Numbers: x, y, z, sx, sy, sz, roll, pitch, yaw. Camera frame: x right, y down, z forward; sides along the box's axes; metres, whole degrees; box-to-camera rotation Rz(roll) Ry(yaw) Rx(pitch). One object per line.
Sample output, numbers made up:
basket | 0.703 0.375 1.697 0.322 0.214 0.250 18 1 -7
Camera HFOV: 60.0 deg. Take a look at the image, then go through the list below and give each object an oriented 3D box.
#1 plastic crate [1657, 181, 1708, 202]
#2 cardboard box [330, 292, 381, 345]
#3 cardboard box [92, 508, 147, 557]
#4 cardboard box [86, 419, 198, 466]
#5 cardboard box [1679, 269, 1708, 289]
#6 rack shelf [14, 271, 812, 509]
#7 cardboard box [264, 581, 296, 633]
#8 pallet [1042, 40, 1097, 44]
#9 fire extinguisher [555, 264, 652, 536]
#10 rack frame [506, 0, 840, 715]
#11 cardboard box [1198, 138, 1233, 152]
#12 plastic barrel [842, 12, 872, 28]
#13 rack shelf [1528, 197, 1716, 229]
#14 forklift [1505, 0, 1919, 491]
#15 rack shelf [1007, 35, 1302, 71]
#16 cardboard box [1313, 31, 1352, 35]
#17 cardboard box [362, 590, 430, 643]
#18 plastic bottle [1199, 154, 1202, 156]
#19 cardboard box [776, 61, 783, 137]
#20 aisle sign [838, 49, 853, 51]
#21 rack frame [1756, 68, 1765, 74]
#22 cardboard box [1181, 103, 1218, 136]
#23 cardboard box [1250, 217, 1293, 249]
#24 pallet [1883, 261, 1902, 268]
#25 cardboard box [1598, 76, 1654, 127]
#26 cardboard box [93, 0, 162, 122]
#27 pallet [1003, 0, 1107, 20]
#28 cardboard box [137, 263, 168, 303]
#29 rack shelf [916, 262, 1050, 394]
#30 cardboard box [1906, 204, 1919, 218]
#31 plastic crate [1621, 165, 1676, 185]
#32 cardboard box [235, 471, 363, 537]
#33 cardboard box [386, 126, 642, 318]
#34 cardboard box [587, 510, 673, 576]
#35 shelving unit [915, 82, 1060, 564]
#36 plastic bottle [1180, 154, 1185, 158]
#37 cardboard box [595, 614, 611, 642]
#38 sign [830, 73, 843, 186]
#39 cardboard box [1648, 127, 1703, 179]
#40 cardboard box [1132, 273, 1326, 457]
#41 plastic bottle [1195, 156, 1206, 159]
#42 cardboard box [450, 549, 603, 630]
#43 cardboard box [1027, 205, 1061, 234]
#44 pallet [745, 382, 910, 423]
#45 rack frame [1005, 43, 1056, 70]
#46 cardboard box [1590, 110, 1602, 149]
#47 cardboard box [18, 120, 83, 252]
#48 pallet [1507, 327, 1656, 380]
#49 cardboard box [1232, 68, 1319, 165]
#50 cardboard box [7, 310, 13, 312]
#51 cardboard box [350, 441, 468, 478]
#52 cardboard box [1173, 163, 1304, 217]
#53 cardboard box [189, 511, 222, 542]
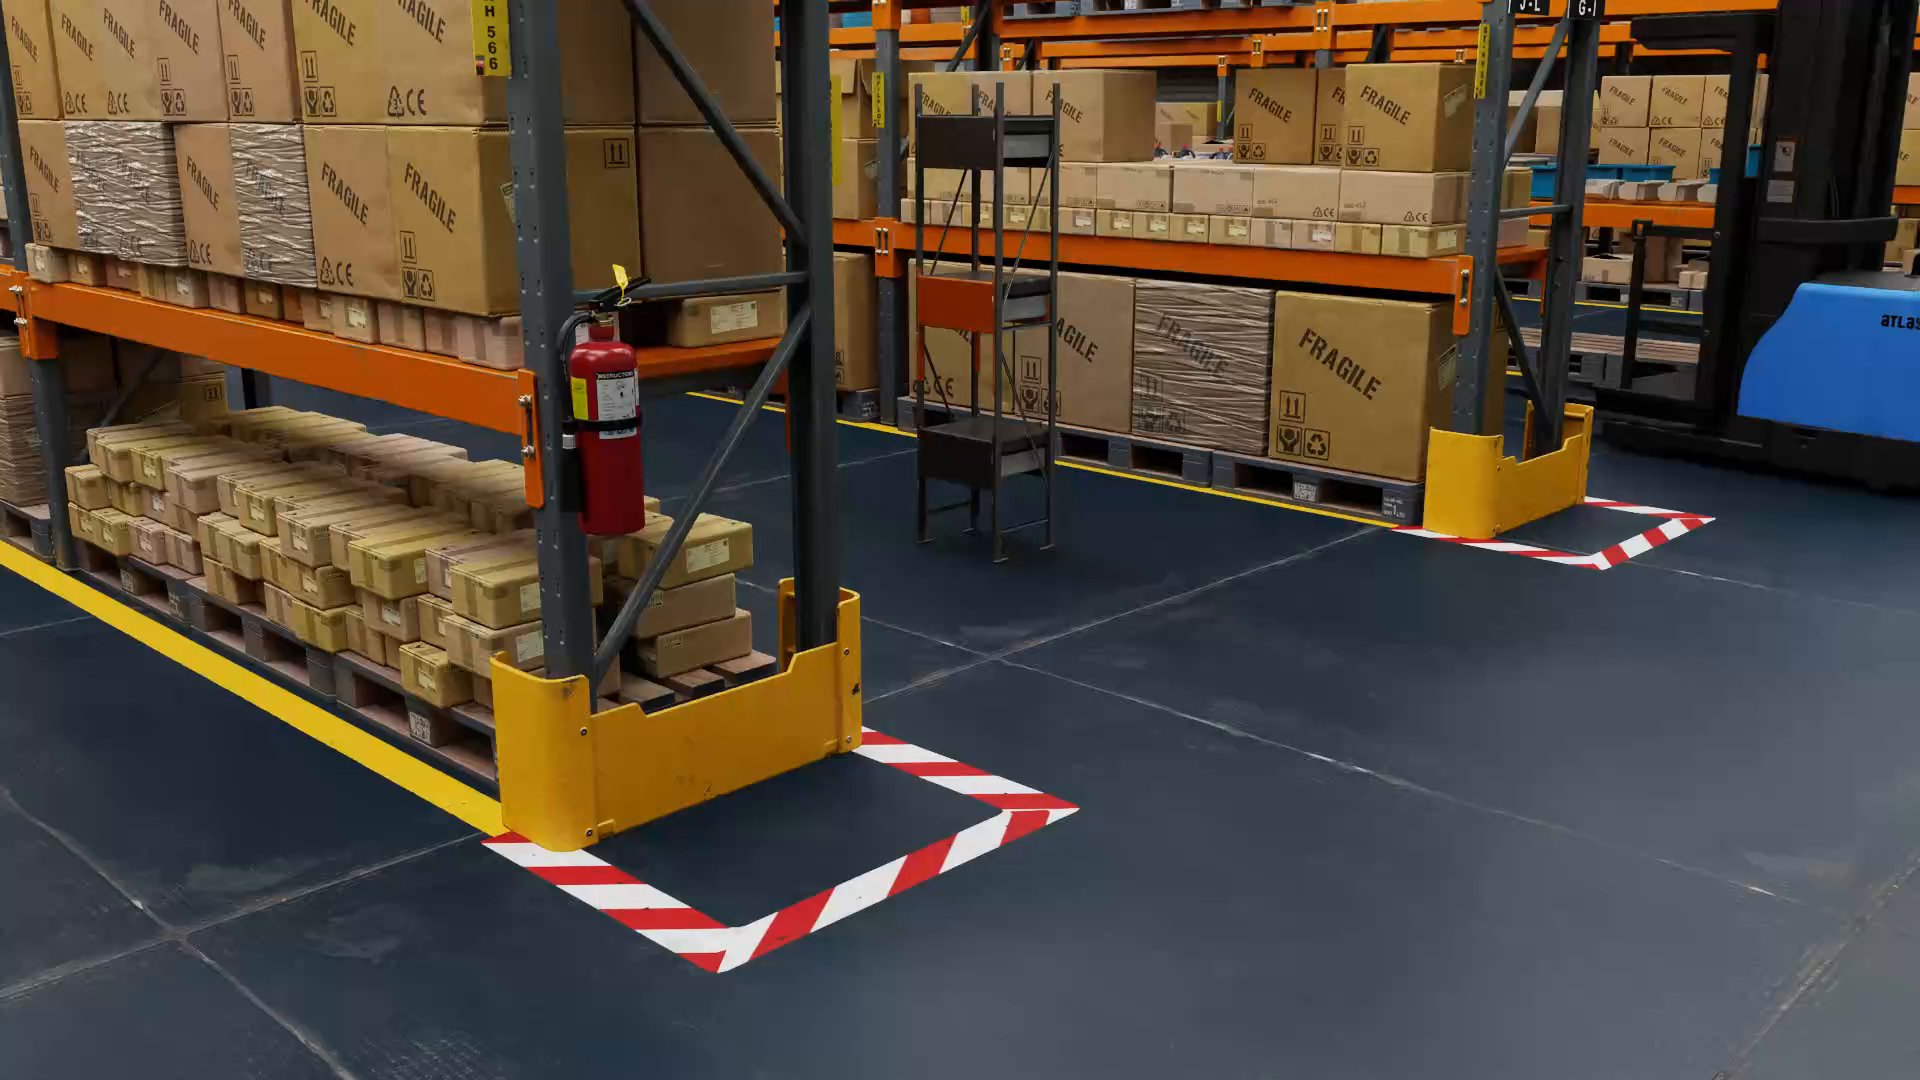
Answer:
plastic crate | 5.276 -2.548 12.165 0.243 0.136 0.396 14 20 42
cardboard box | -1.741 -0.718 5.236 0.380 0.149 0.250 -14 20 -43
cardboard box | -3.415 -0.057 7.022 0.380 0.149 0.250 -14 20 -43
cardboard box | -3.541 -0.415 7.218 0.380 0.149 0.250 -14 20 -42
cardboard box | 7.530 -2.661 16.943 0.250 0.166 0.380 14 20 42
rack shelf | -2.206 -0.704 6.110 4.000 0.370 1.077 14 20 42
cardboard box | -2.272 0.206 6.012 0.380 0.149 0.250 -14 20 -43
pallet | 1.634 -6.689 22.084 1.217 0.209 0.805 13 19 40
fire extinguisher | -0.905 -0.356 4.242 0.183 0.674 0.296 14 20 42
rack frame | -0.766 -0.702 4.676 0.127 3.000 1.000 14 20 42
cardboard box | 3.360 -4.930 21.082 0.500 0.311 0.500 13 20 42
plastic barrel | -0.993 -5.999 18.063 0.708 0.901 0.600 14 20 42
rack shelf | 4.748 -2.485 12.948 4.000 0.370 1.077 14 20 42
forklift | 4.558 -1.996 9.781 1.130 2.935 3.031 -10 18 -34
rack shelf | 2.430 -6.235 21.391 4.000 0.370 1.077 14 20 42
cardboard box | 4.574 -6.122 19.332 0.500 0.500 0.910 14 20 42
cardboard box | -1.719 0.200 5.448 0.250 0.149 0.380 13 19 40
plastic bottle | 2.271 -3.516 15.733 0.097 0.271 0.097 0 15 0
cardboard box | -1.081 -3.051 11.503 0.637 0.503 0.797 14 20 43
aisle sign | -1.733 -7.505 25.629 0.004 0.787 0.394 14 20 42
rack frame | 10.185 -4.982 21.102 0.127 3.000 1.000 14 20 42
cardboard box | 3.871 -6.708 26.499 0.500 0.500 0.500 14 20 42
cardboard box | 1.717 -1.599 8.617 0.250 0.149 0.380 14 20 43
pallet | 11.560 -3.271 20.068 1.213 0.211 1.003 14 20 42
cardboard box | 6.893 -4.480 16.997 0.500 0.500 0.500 -14 20 -43
cardboard box | -2.765 -1.773 6.016 0.500 0.500 0.500 14 20 43
pallet | 0.911 -5.092 15.951 1.213 0.211 1.003 14 20 42
cardboard box | -2.875 -0.998 6.310 0.380 0.149 0.250 -14 20 -43
rack shelf | 0.119 -0.974 7.560 0.480 0.518 0.431 14 20 42
cardboard box | 11.624 -3.974 20.072 0.250 0.149 0.380 13 20 41
plastic crate | 5.290 -2.765 12.807 0.300 0.233 0.416 14 20 42
cardboard box | -2.434 -0.137 6.151 0.250 0.149 0.380 14 20 42
cardboard box | -1.268 -0.926 4.748 0.500 0.500 0.500 -14 20 -43
cardboard box | -1.189 0.007 5.597 0.380 0.149 0.250 -14 20 -43
shelving unit | 0.119 -0.987 7.556 0.503 2.100 0.431 14 20 42
plastic bottle | 2.101 -3.507 15.698 0.097 0.271 0.097 0 15 0
cardboard box | -1.166 0.294 5.676 0.250 0.149 0.380 14 20 42
sign | -0.389 -1.219 4.945 0.005 0.325 0.100 14 20 42
cardboard box | 7.297 -3.902 16.762 0.500 0.500 0.500 14 20 43
cardboard box | 1.578 -1.016 9.263 0.875 0.875 0.875 14 20 42
plastic bottle | 2.174 -3.286 14.839 0.135 0.276 0.152 14 20 42
cardboard box | -1.323 0.140 5.086 0.250 0.149 0.380 14 20 43
cardboard box | 0.606 -1.868 9.651 0.250 0.149 0.380 13 20 41
pallet | -0.738 -1.056 11.567 1.213 0.211 1.003 14 20 42
rack frame | 0.990 -5.482 23.022 0.127 3.000 1.000 14 20 42
cardboard box | 8.584 -5.482 22.194 0.500 0.500 0.500 -14 20 -43
cardboard box | -3.464 -1.462 6.804 0.500 0.500 0.500 13 20 41
pallet | 4.747 -1.499 13.265 1.213 0.211 1.003 14 20 42
cardboard box | 1.854 -2.329 9.140 0.500 0.500 0.500 13 19 41
cardboard box | -4.743 -1.118 8.912 0.500 0.250 0.500 -14 20 -42
cardboard box | -2.219 -0.283 6.711 0.250 0.149 0.380 13 19 40
cardboard box | 1.485 -1.870 8.868 0.500 0.250 0.500 13 19 40
cardboard box | -2.788 -0.083 6.535 0.380 0.149 0.250 -13 20 -42
